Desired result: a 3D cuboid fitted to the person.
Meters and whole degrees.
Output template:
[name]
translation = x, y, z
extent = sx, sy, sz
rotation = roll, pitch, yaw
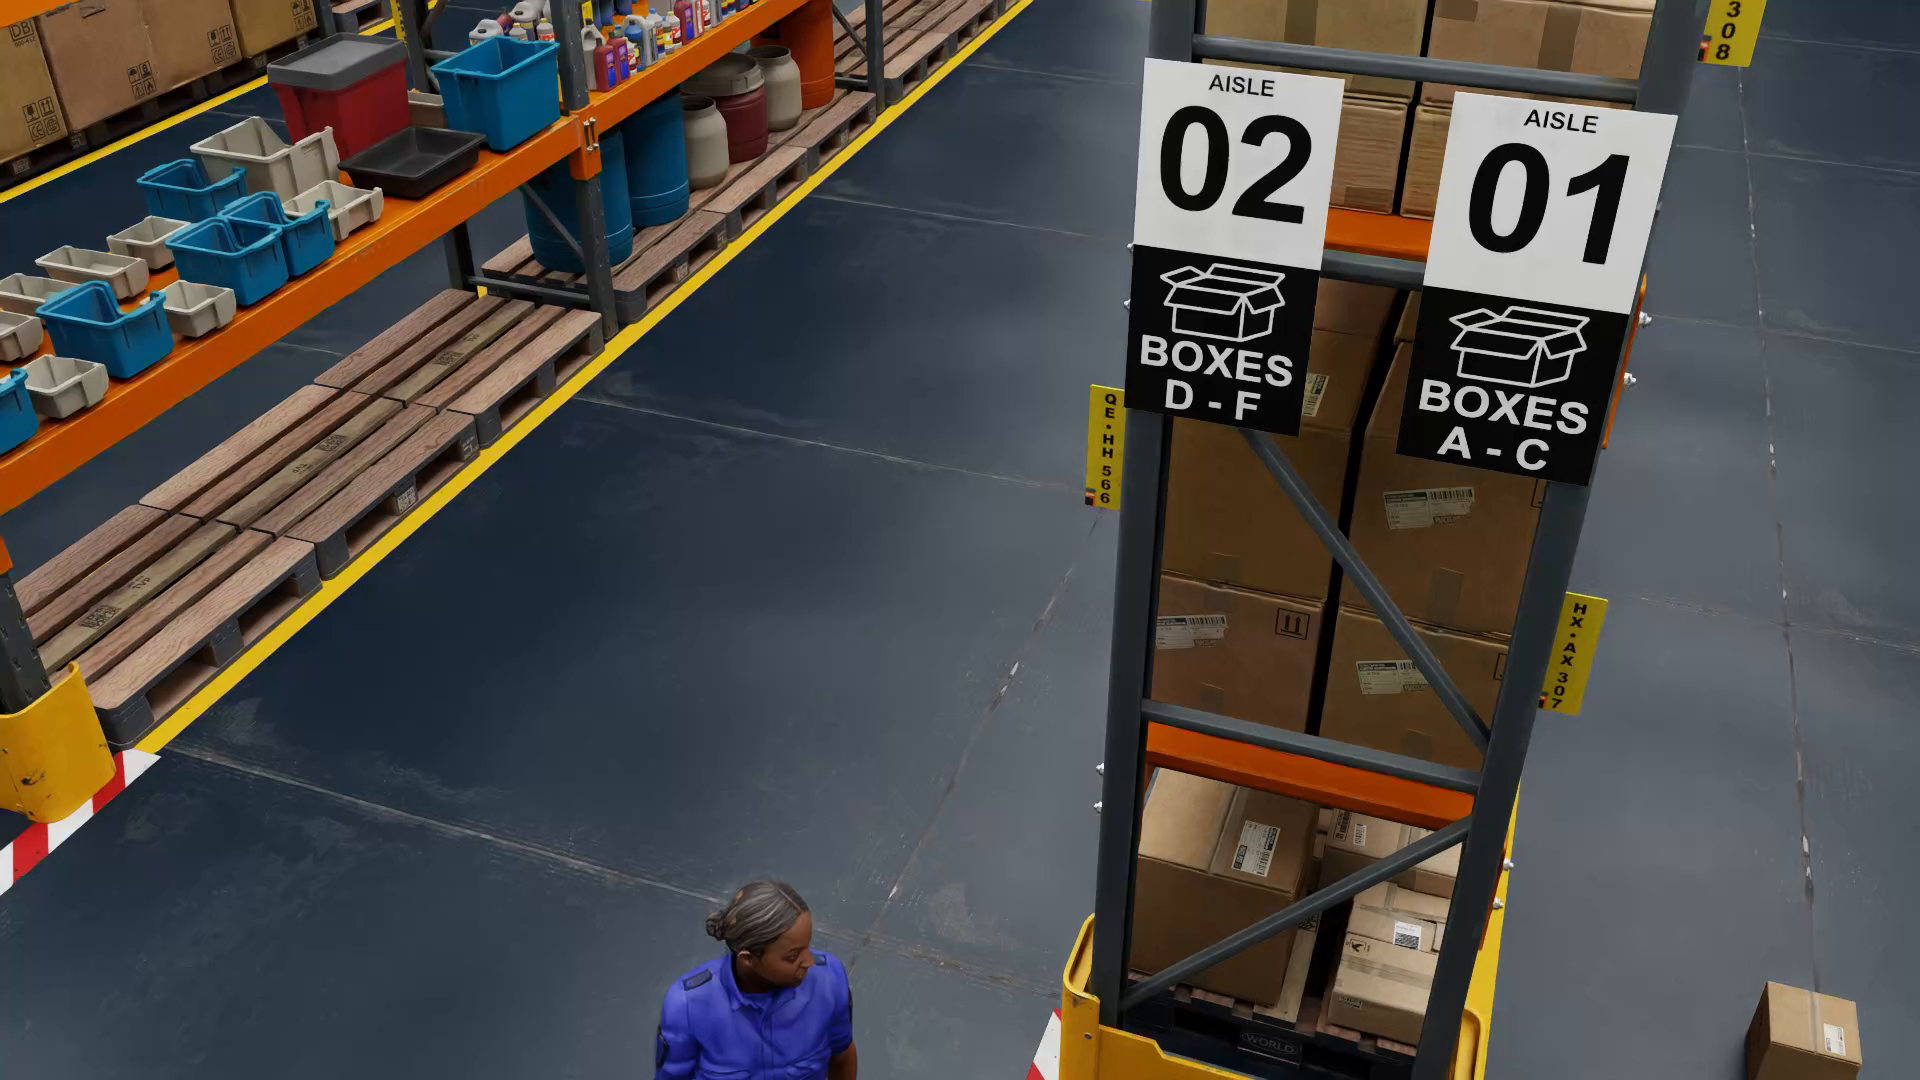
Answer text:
[person]
translation = -0.455, 1.480, 3.904
extent = 0.478, 1.663, 0.571
rotation = -6, 34, -9
